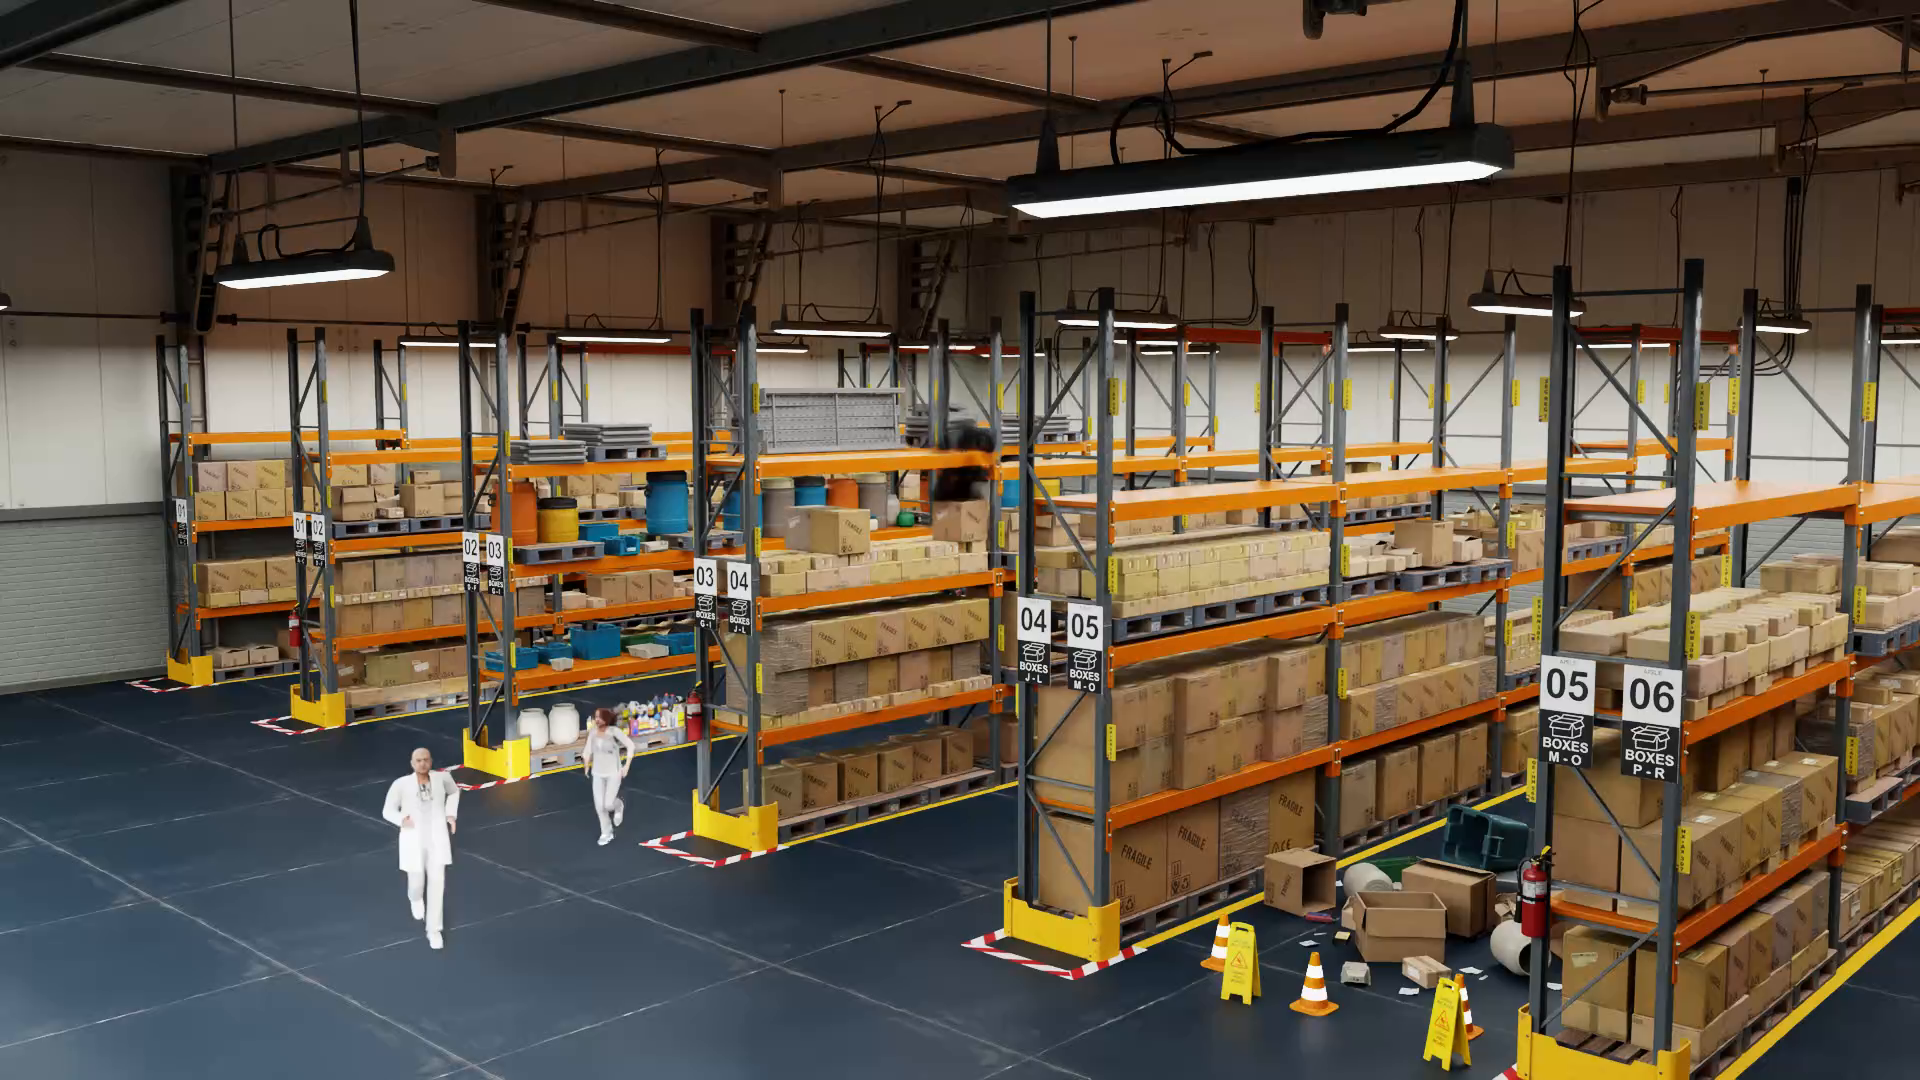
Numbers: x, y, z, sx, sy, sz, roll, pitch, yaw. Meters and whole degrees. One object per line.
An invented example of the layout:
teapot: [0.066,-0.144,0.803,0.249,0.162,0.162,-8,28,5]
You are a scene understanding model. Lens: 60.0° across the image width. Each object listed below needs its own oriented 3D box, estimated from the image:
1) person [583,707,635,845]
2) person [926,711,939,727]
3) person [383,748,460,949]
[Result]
person: [-3.960,2.648,18.698,0.571,1.567,0.605,1,5,12]
person: [-0.414,1.855,23.744,0.601,1.710,0.645,4,7,36]
person: [-4.990,2.812,15.486,0.708,1.773,1.040,-2,6,-24]
